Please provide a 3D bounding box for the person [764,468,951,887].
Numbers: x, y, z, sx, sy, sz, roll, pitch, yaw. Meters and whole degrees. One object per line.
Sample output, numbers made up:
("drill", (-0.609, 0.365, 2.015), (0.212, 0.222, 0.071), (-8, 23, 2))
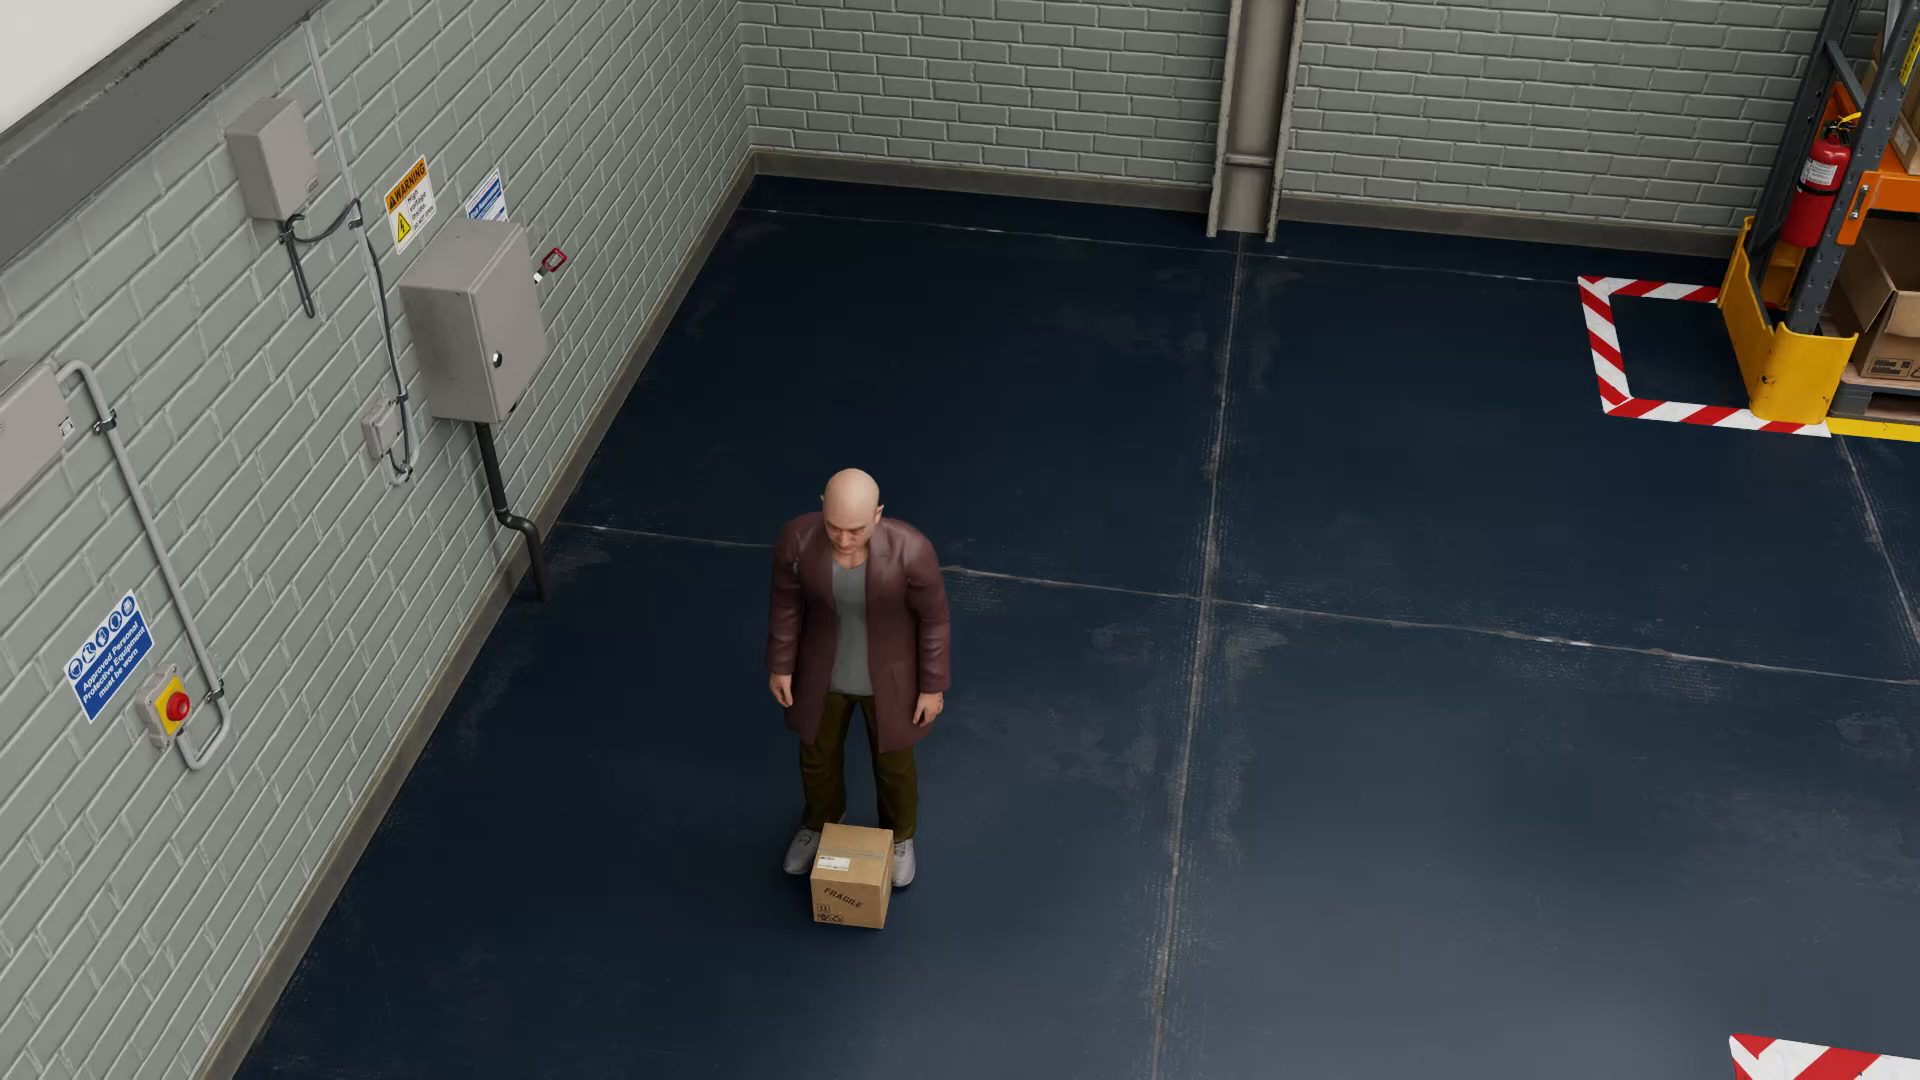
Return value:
("person", (-0.344, 0.455, 5.625), (0.643, 1.774, 0.423), (7, 40, 8))
